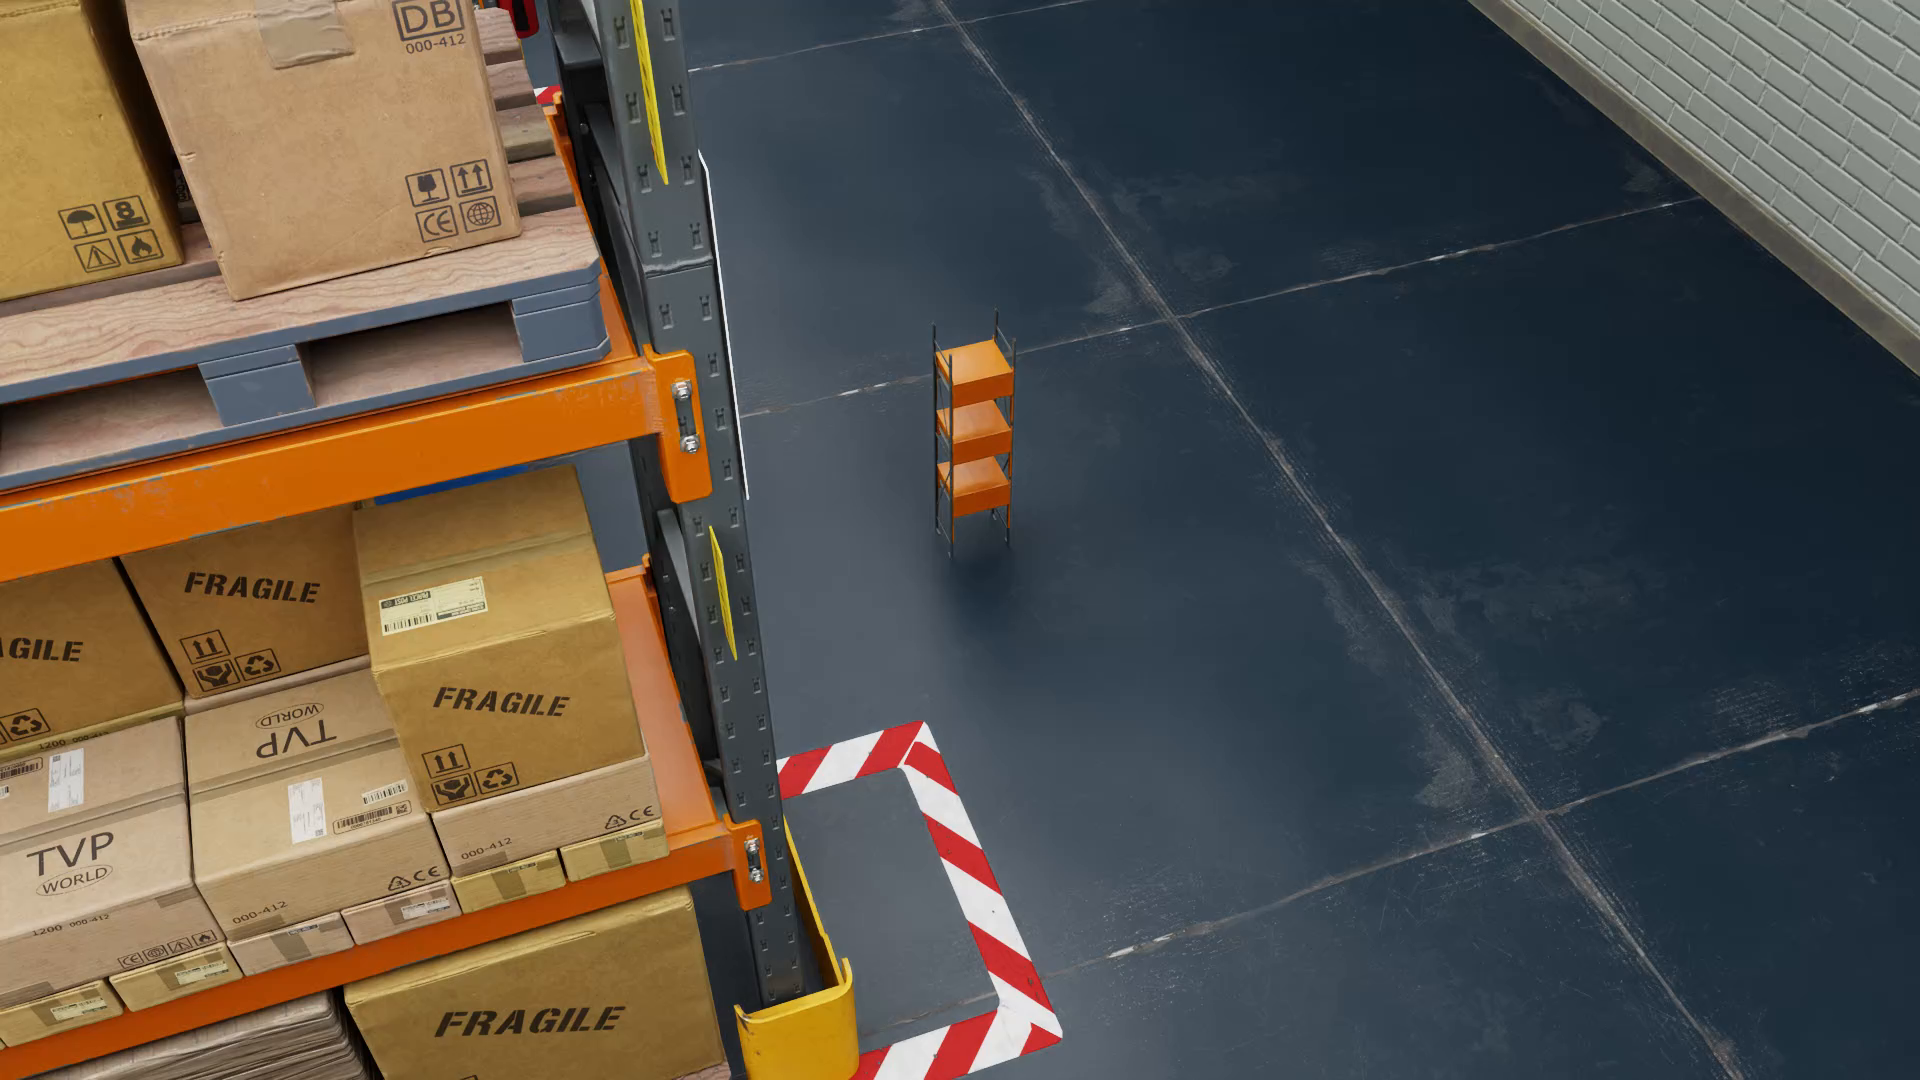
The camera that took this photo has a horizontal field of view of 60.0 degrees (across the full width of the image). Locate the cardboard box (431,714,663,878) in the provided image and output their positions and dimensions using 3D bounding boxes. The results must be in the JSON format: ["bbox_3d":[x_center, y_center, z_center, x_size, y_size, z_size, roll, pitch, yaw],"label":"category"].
[{"bbox_3d":[-1.040,0.484,4.046,0.500,0.250,0.500,-15,47,-14],"label":"cardboard box"}]

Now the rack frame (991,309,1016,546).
[{"bbox_3d":[0.165,-0.413,6.420,0.008,1.050,0.200,-14,47,-14],"label":"rack frame"}]

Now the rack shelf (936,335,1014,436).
[{"bbox_3d":[0.050,-0.576,6.197,0.240,0.259,0.215,-14,47,-14],"label":"rack shelf"}]

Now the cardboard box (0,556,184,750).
[{"bbox_3d":[-2.173,0.110,3.889,0.500,0.500,0.500,-16,47,-15],"label":"cardboard box"}]

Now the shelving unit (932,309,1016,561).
[{"bbox_3d":[0.050,-0.383,6.391,0.252,1.050,0.215,-14,47,-14],"label":"shelving unit"}]

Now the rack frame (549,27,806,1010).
[{"bbox_3d":[-0.674,0.242,4.391,0.127,3.000,1.000,-14,47,-14],"label":"rack frame"}]

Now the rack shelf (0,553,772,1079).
[{"bbox_3d":[-2.556,0.977,4.166,4.000,0.370,1.077,-14,47,-14],"label":"rack shelf"}]

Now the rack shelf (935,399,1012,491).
[{"bbox_3d":[0.050,-0.376,6.398,0.240,0.259,0.215,-14,47,-14],"label":"rack shelf"}]

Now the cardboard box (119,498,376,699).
[{"bbox_3d":[-1.688,-0.019,4.017,0.500,0.500,0.500,-15,47,-15],"label":"cardboard box"}]

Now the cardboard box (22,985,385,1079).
[{"bbox_3d":[-2.105,1.270,4.570,0.875,0.875,0.875,-14,47,-14],"label":"cardboard box"}]

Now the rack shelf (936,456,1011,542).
[{"bbox_3d":[0.050,-0.180,6.595,0.240,0.259,0.215,-14,47,-14],"label":"rack shelf"}]

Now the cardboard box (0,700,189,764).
[{"bbox_3d":[-2.178,0.374,4.156,0.500,0.250,0.500,-16,47,-15],"label":"cardboard box"}]

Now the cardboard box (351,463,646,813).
[{"bbox_3d":[-1.043,0.218,3.782,0.500,0.500,0.500,-14,47,-13],"label":"cardboard box"}]

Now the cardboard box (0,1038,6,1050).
[{"bbox_3d":[-2.335,1.003,3.810,0.250,0.149,0.380,-13,47,-13],"label":"cardboard box"}]

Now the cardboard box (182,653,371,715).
[{"bbox_3d":[-1.704,0.255,4.274,0.500,0.250,0.500,-15,47,-14],"label":"cardboard box"}]

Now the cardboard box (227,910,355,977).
[{"bbox_3d":[-1.614,0.819,3.993,0.250,0.149,0.380,-14,47,-13],"label":"cardboard box"}]

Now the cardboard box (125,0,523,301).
[{"bbox_3d":[-1.145,-0.875,2.949,0.500,0.500,0.700,-17,48,-16],"label":"cardboard box"}]

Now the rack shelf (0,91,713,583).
[{"bbox_3d":[-2.556,-0.082,3.104,4.000,0.370,1.077,-14,47,-14],"label":"rack shelf"}]

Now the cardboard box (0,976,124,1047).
[{"bbox_3d":[-2.102,0.945,3.867,0.250,0.149,0.380,-14,47,-14],"label":"cardboard box"}]

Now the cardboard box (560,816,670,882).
[{"bbox_3d":[-0.898,0.636,4.176,0.250,0.149,0.380,-14,47,-13],"label":"cardboard box"}]

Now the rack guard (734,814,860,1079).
[{"bbox_3d":[-0.652,1.119,5.282,0.348,0.500,1.175,-14,47,-14],"label":"rack guard"}]

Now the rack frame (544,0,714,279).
[{"bbox_3d":[-0.674,-1.875,2.266,0.127,3.000,1.000,-14,47,-14],"label":"rack frame"}]

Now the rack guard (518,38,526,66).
[{"bbox_3d":[-2.338,-2.189,8.579,0.348,0.500,1.175,-14,47,-14],"label":"rack guard"}]

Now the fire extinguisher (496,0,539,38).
[{"bbox_3d":[-2.060,-2.632,7.573,0.183,0.674,0.296,-14,47,-14],"label":"fire extinguisher"}]

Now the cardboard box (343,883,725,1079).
[{"bbox_3d":[-1.249,1.051,4.788,0.875,0.875,0.875,-14,47,-14],"label":"cardboard box"}]

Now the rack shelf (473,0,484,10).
[{"bbox_3d":[-4.237,-2.322,7.455,4.000,0.370,1.077,-14,47,-14],"label":"rack shelf"}]

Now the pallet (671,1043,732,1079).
[{"bbox_3d":[-1.400,1.471,5.135,1.213,0.211,1.003,-14,47,-14],"label":"pallet"}]

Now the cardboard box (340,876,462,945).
[{"bbox_3d":[-1.379,0.760,4.053,0.250,0.149,0.380,-14,47,-14],"label":"cardboard box"}]

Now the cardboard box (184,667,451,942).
[{"bbox_3d":[-1.518,0.605,3.925,0.500,0.250,0.500,-15,47,-15],"label":"cardboard box"}]

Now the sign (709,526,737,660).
[{"bbox_3d":[-0.503,0.115,3.533,0.005,0.325,0.100,-14,47,-14],"label":"sign"}]

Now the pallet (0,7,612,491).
[{"bbox_3d":[-1.369,-0.600,3.175,1.213,0.211,1.003,-14,47,-14],"label":"pallet"}]

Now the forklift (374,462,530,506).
[{"bbox_3d":[-3.192,-0.837,5.515,3.031,2.935,1.130,-16,47,-15],"label":"forklift"}]

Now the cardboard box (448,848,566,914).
[{"bbox_3d":[-1.142,0.700,4.112,0.250,0.149,0.380,-14,47,-13],"label":"cardboard box"}]

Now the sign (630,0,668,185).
[{"bbox_3d":[-0.503,-0.736,2.679,0.005,0.325,0.100,-14,47,-14],"label":"sign"}]

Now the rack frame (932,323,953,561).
[{"bbox_3d":[-0.064,-0.354,6.362,0.008,1.050,0.200,-14,47,-14],"label":"rack frame"}]

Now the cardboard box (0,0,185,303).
[{"bbox_3d":[-1.716,-0.820,2.894,0.500,0.500,0.700,-16,47,-15],"label":"cardboard box"}]

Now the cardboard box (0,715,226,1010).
[{"bbox_3d":[-1.996,0.728,3.803,0.500,0.250,0.500,-16,47,-15],"label":"cardboard box"}]

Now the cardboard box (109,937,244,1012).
[{"bbox_3d":[-1.858,0.883,3.930,0.250,0.149,0.380,-15,47,-15],"label":"cardboard box"}]

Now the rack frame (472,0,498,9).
[{"bbox_3d":[-2.356,-3.057,7.679,0.127,3.000,1.000,-14,47,-14],"label":"rack frame"}]

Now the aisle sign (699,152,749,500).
[{"bbox_3d":[-0.505,-0.493,3.288,0.004,0.787,0.394,-14,47,-14],"label":"aisle sign"}]
